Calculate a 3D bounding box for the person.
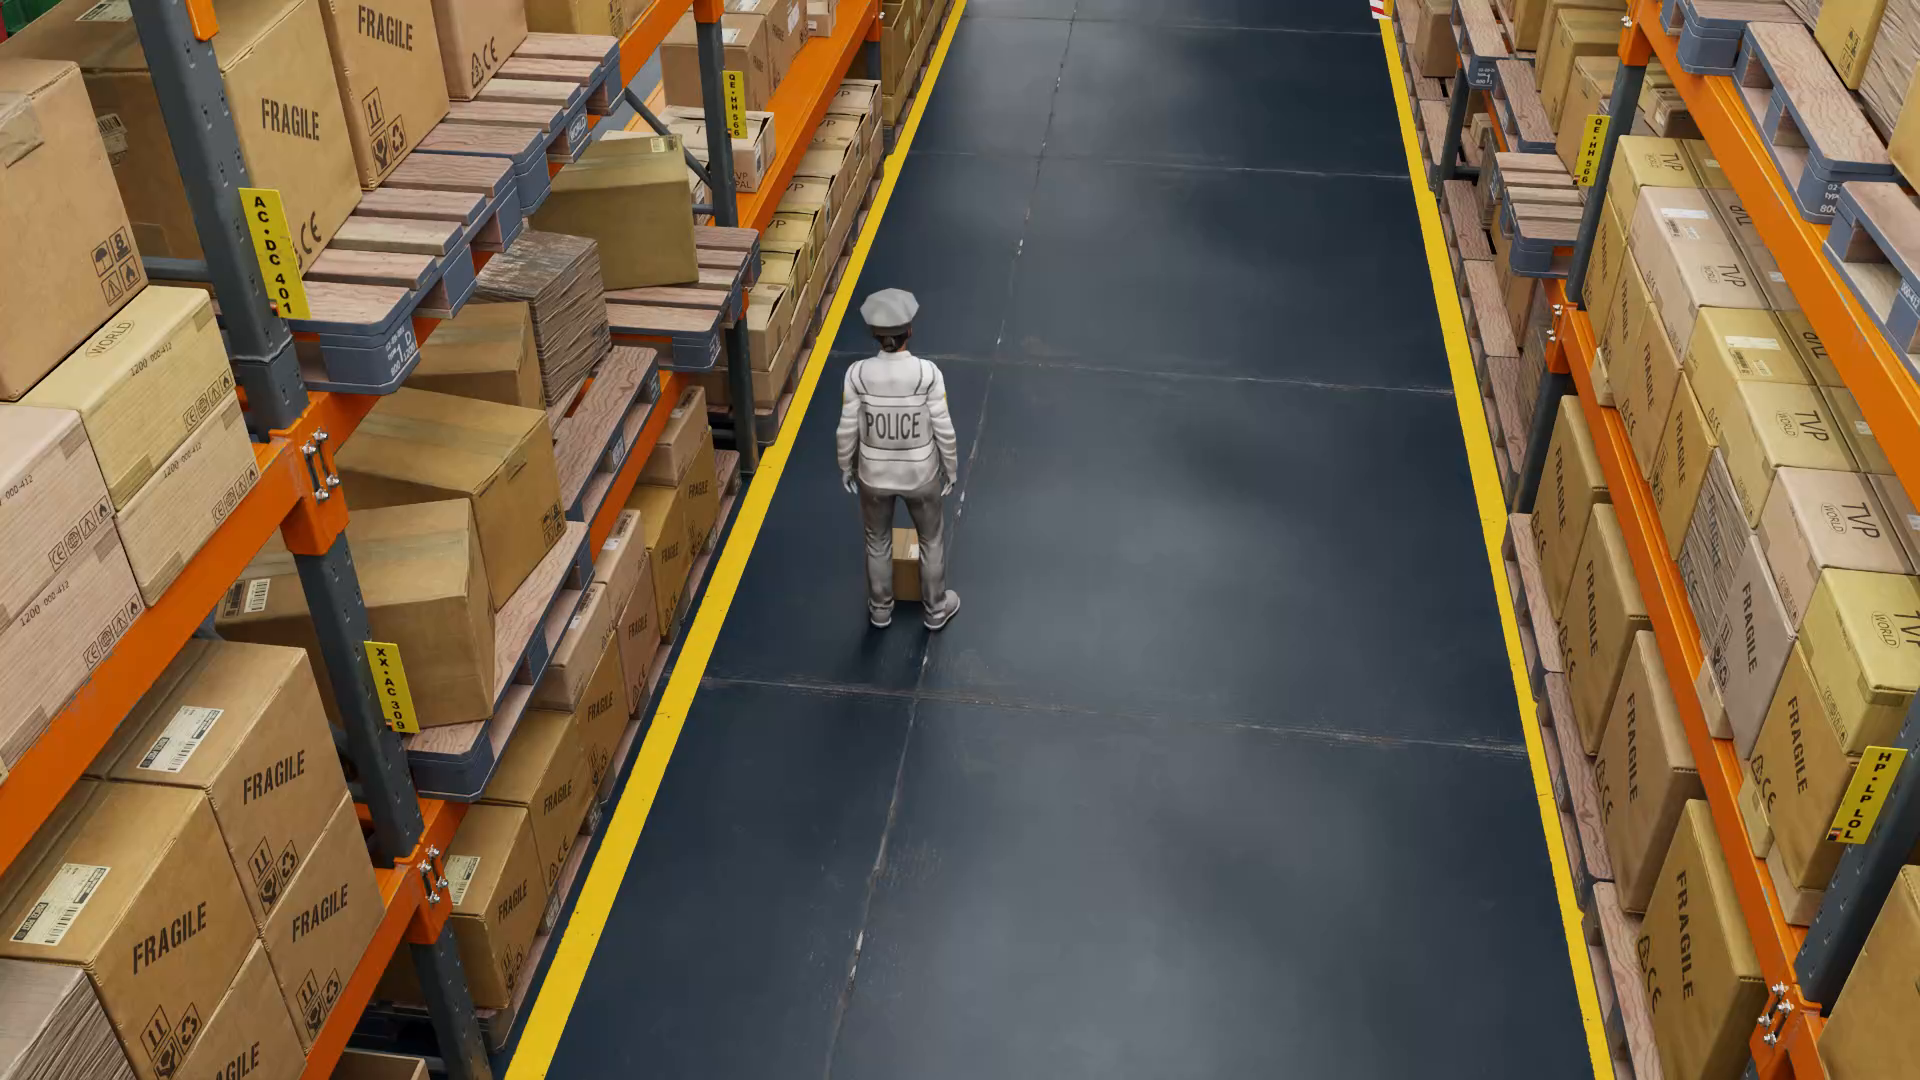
[{"bbox_3d":[-0.277,-0.307,7.451,0.540,1.666,0.372,2,36,3],"label":"person"}]
